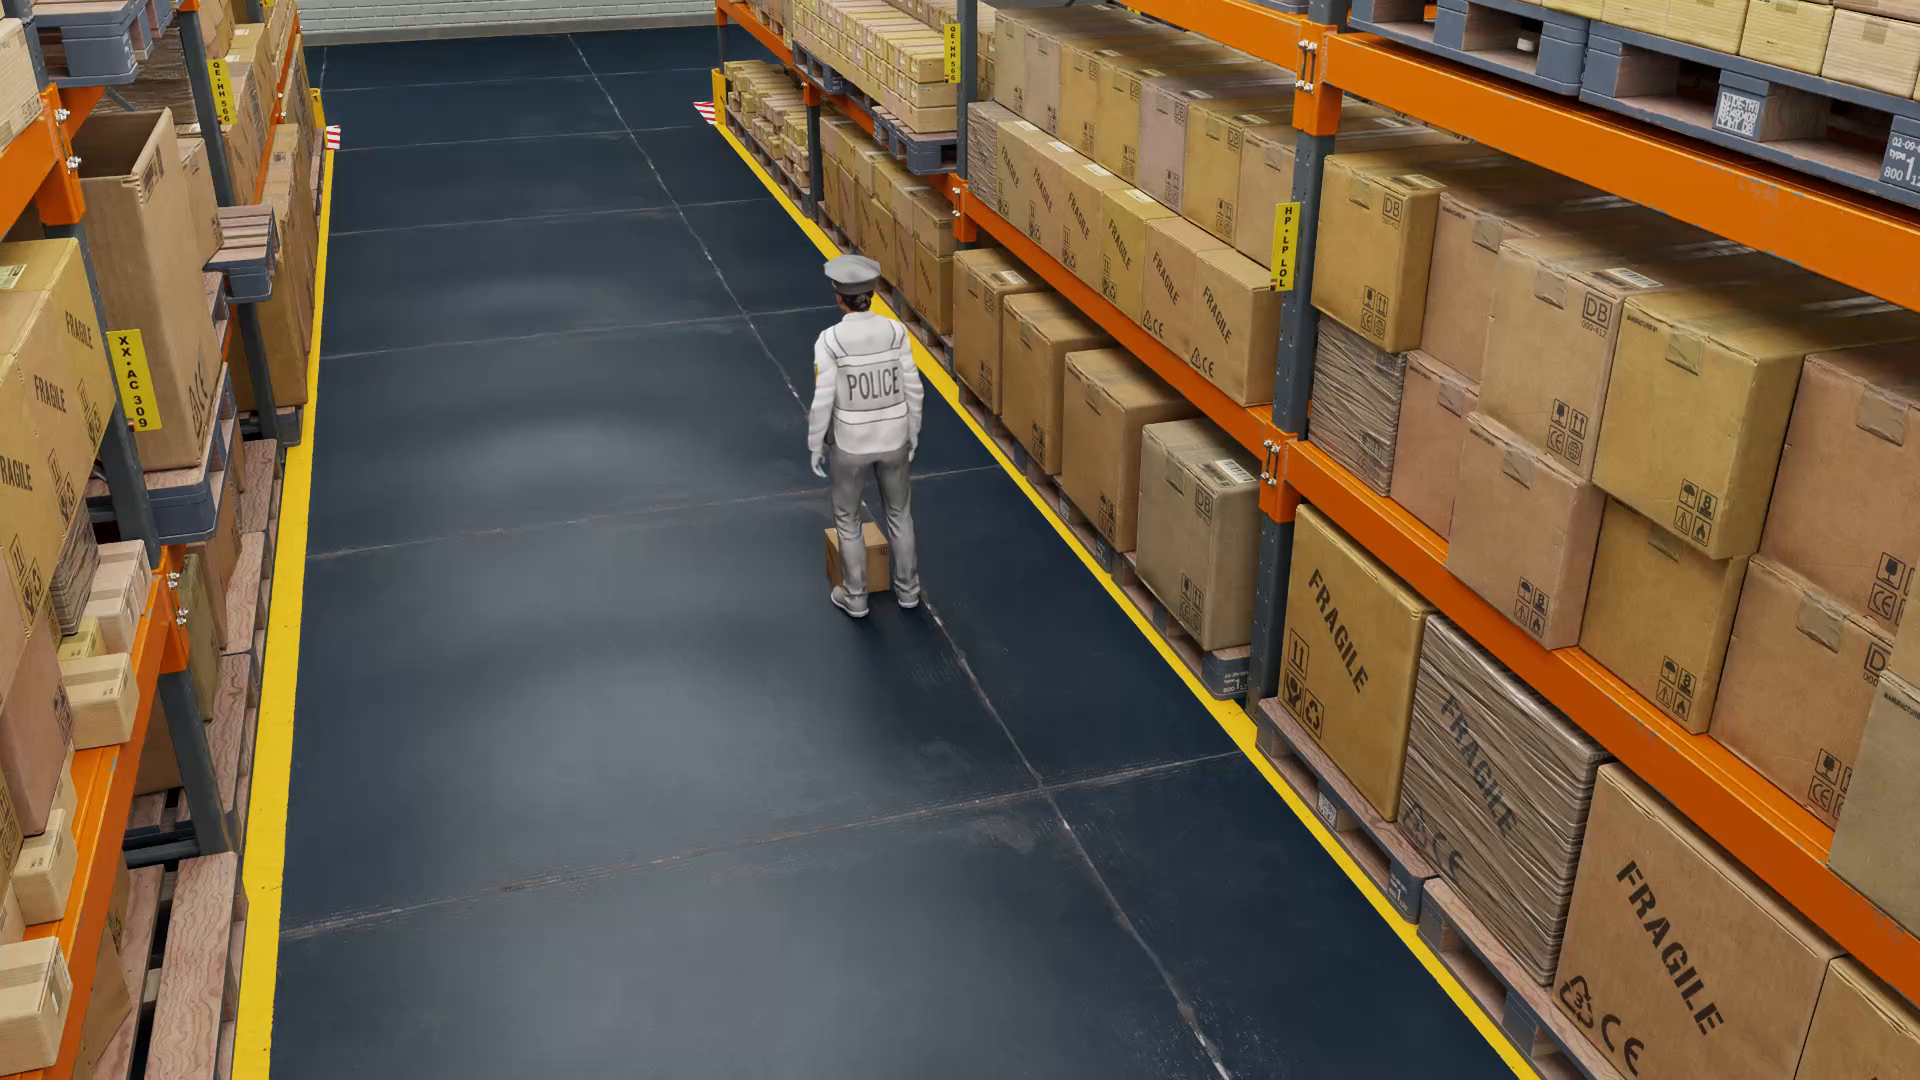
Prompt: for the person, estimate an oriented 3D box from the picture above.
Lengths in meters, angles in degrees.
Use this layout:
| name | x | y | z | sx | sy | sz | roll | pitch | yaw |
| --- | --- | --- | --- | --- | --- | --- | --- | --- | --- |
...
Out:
| name | x | y | z | sx | sy | sz | roll | pitch | yaw |
| --- | --- | --- | --- | --- | --- | --- | --- | --- | --- |
| person | -0.421 | -0.437 | 7.485 | 0.547 | 1.665 | 0.373 | -10 | 28 | -19 |
